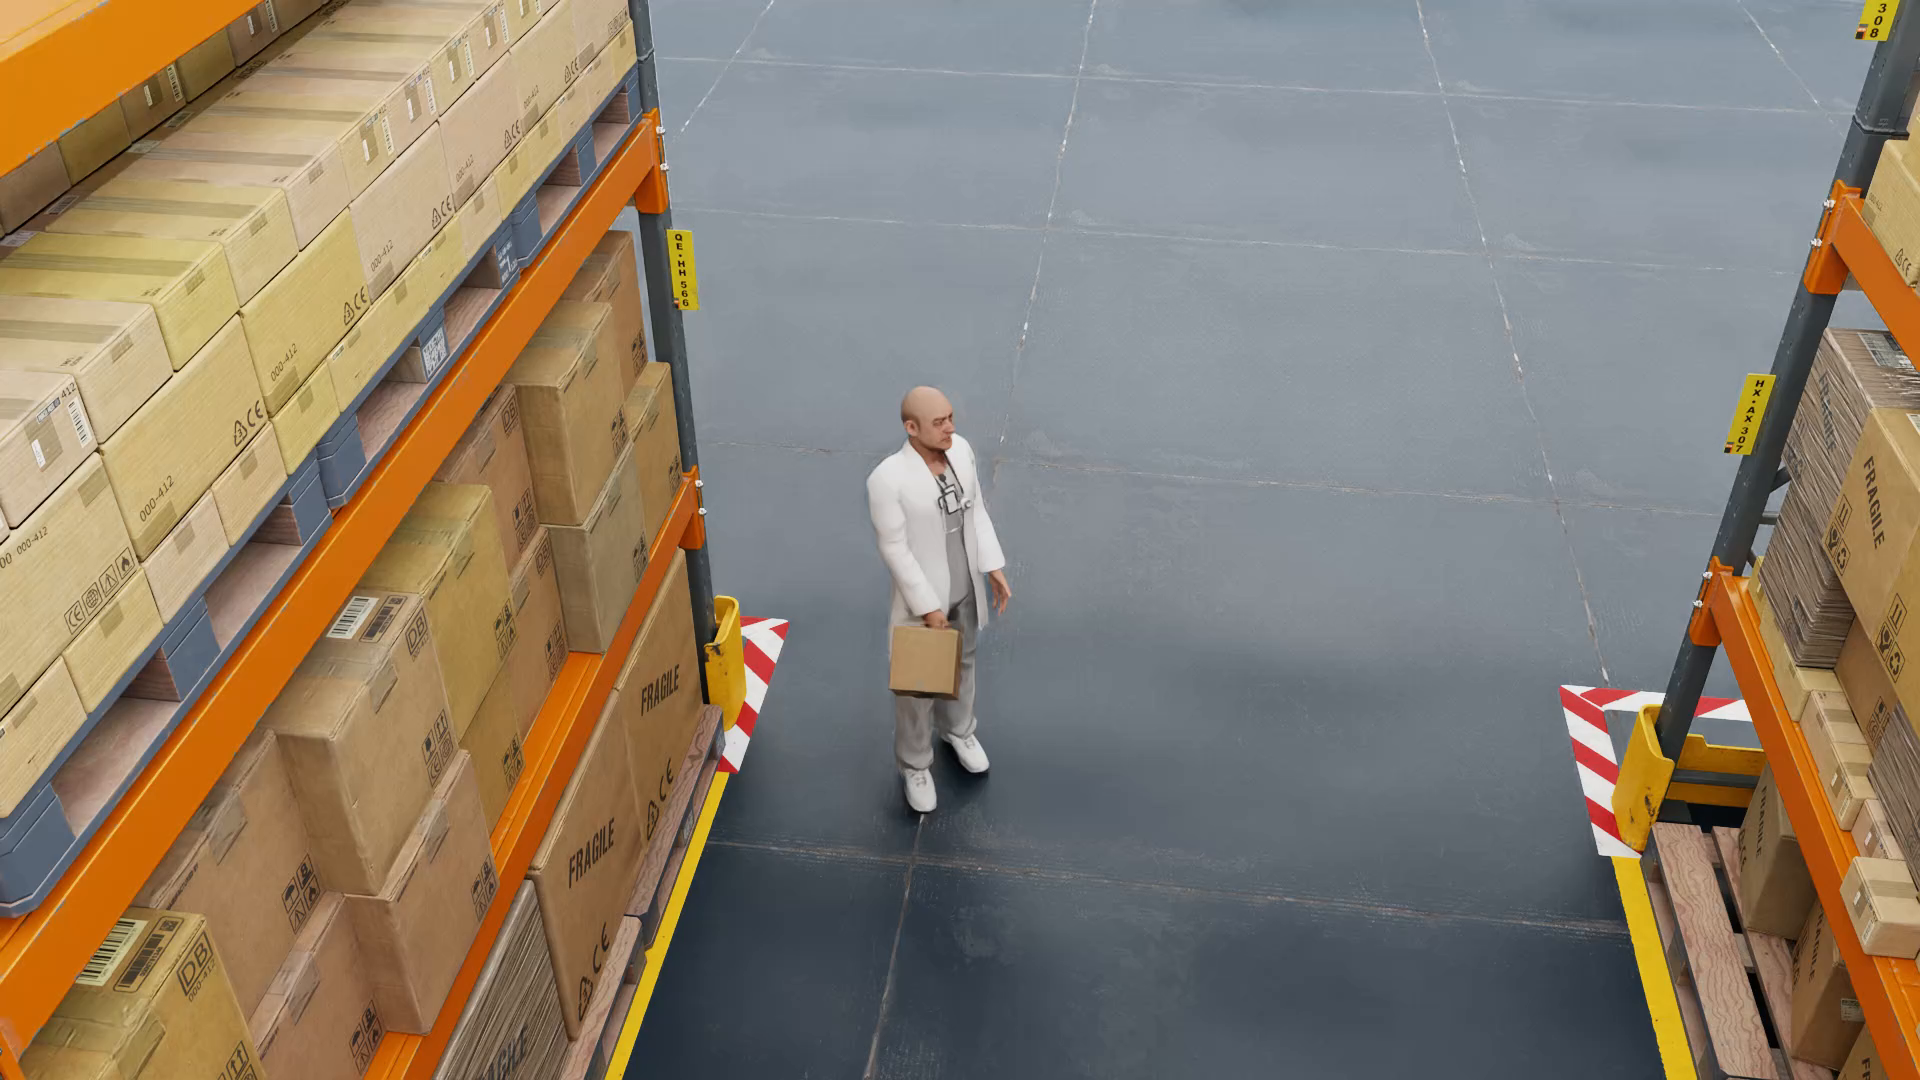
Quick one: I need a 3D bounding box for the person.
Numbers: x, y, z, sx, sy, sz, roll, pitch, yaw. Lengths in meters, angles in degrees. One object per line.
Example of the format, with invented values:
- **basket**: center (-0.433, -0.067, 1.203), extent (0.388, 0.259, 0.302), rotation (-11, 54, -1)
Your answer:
- **person**: center (-0.079, 0.231, 6.709), extent (0.473, 1.788, 0.627), rotation (28, 44, 33)
